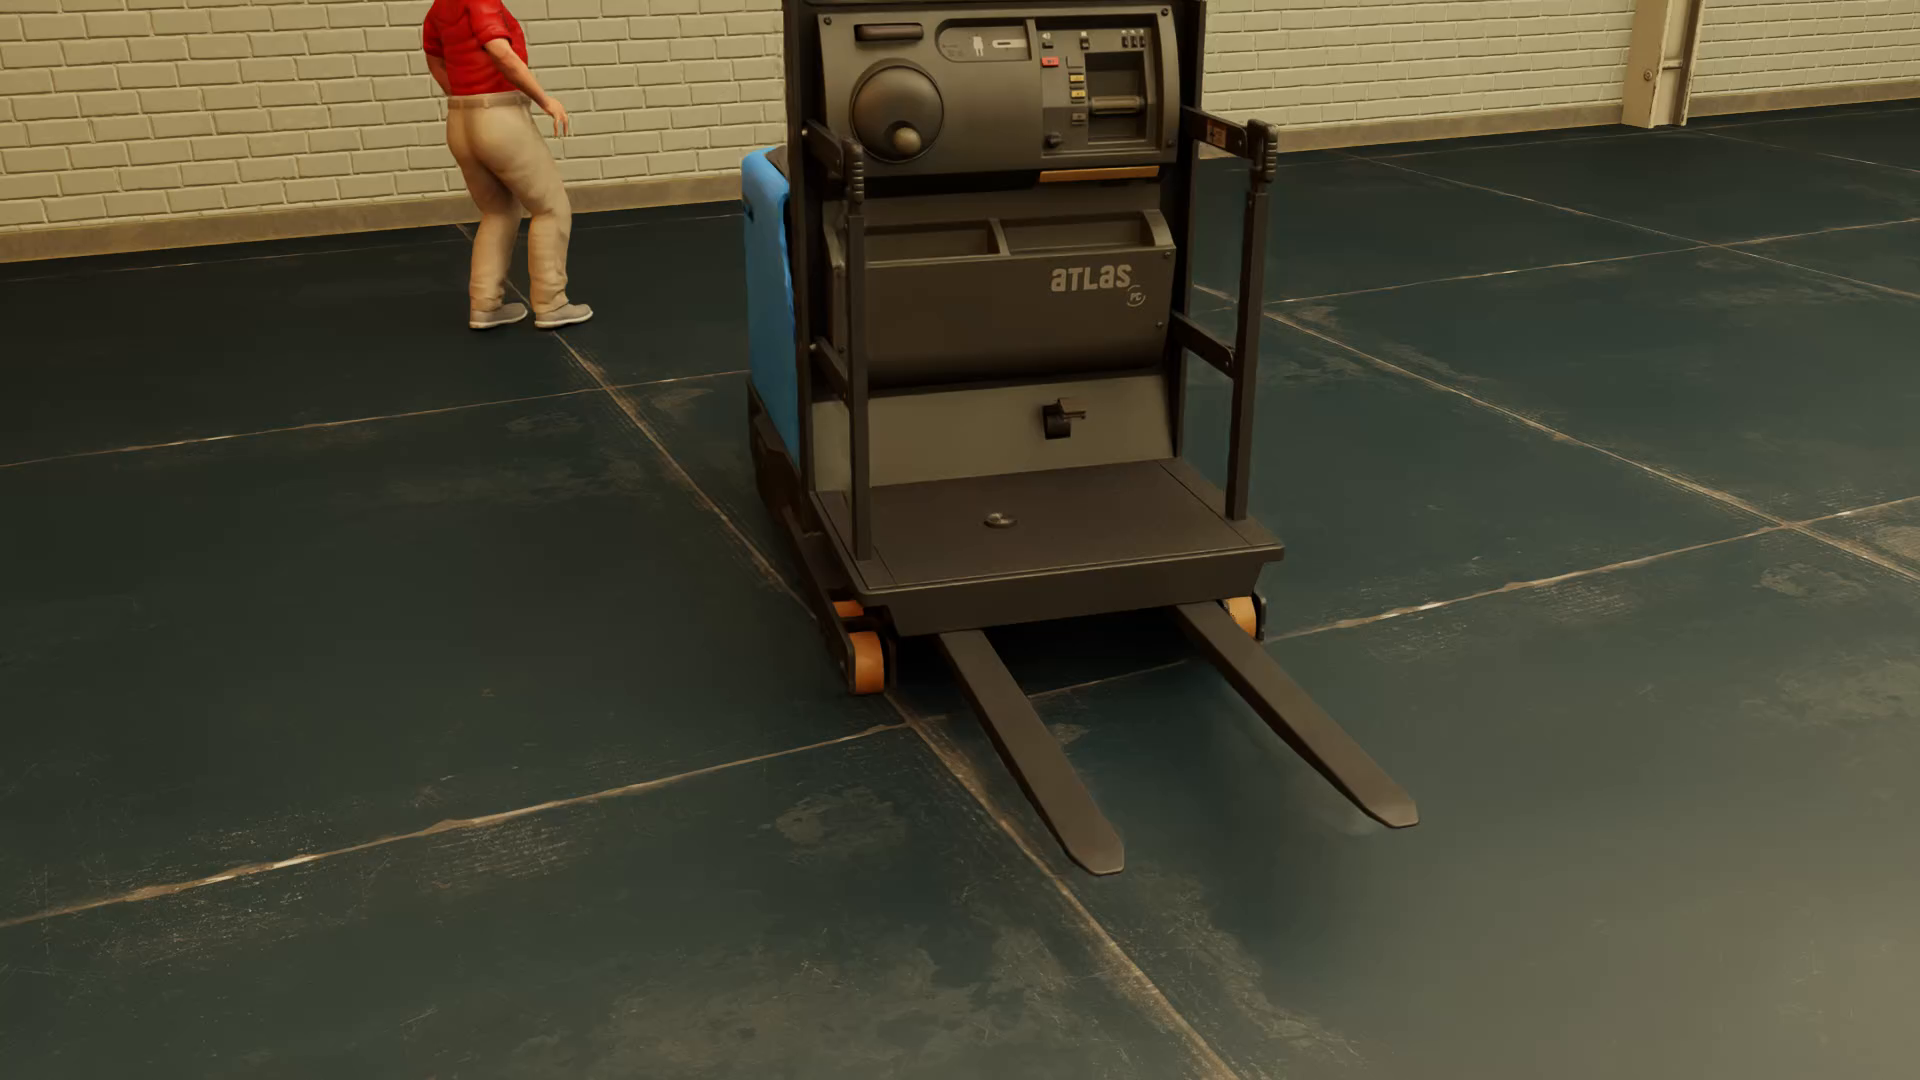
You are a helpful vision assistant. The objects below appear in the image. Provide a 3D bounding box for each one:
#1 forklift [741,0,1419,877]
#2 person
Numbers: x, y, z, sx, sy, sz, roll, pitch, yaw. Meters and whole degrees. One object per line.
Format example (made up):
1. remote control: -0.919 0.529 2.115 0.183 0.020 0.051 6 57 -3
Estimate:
1. forklift: 0.166 -1.128 4.002 1.130 2.935 3.031 -6 23 -14
2. person: -1.963 -1.764 7.150 0.734 1.700 0.505 18 29 36
